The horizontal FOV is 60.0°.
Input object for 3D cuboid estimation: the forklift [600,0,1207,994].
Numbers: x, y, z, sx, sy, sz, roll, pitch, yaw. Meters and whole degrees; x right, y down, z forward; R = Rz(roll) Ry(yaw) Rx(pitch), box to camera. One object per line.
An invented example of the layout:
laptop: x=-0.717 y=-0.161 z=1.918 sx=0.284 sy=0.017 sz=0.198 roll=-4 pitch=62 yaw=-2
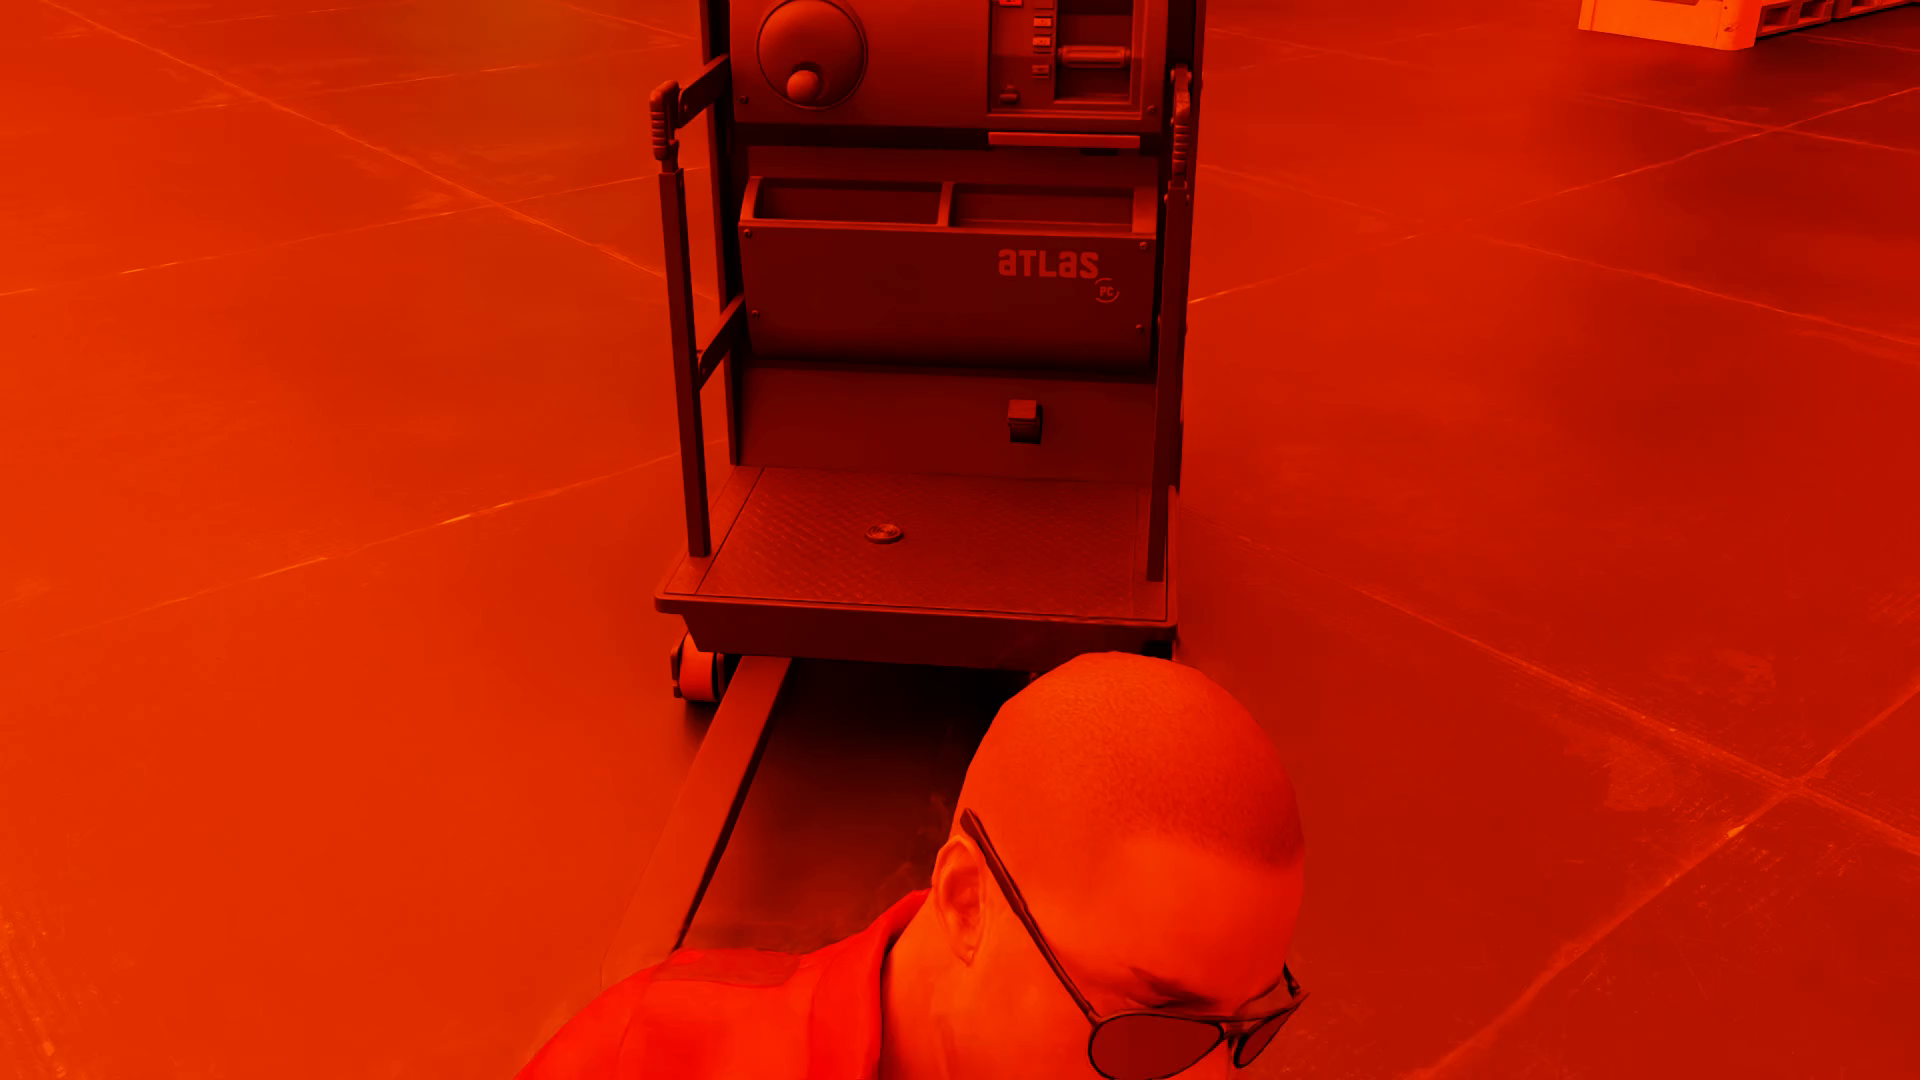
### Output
forklift: x=-0.048 y=-1.056 z=3.331 sx=1.130 sy=2.935 sz=3.031 roll=3 pitch=27 yaw=6

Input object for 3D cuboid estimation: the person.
person: x=-0.149 y=0.882 z=0.996 sx=0.844 sy=1.508 sz=0.862 roll=2 pitch=26 yaw=3
